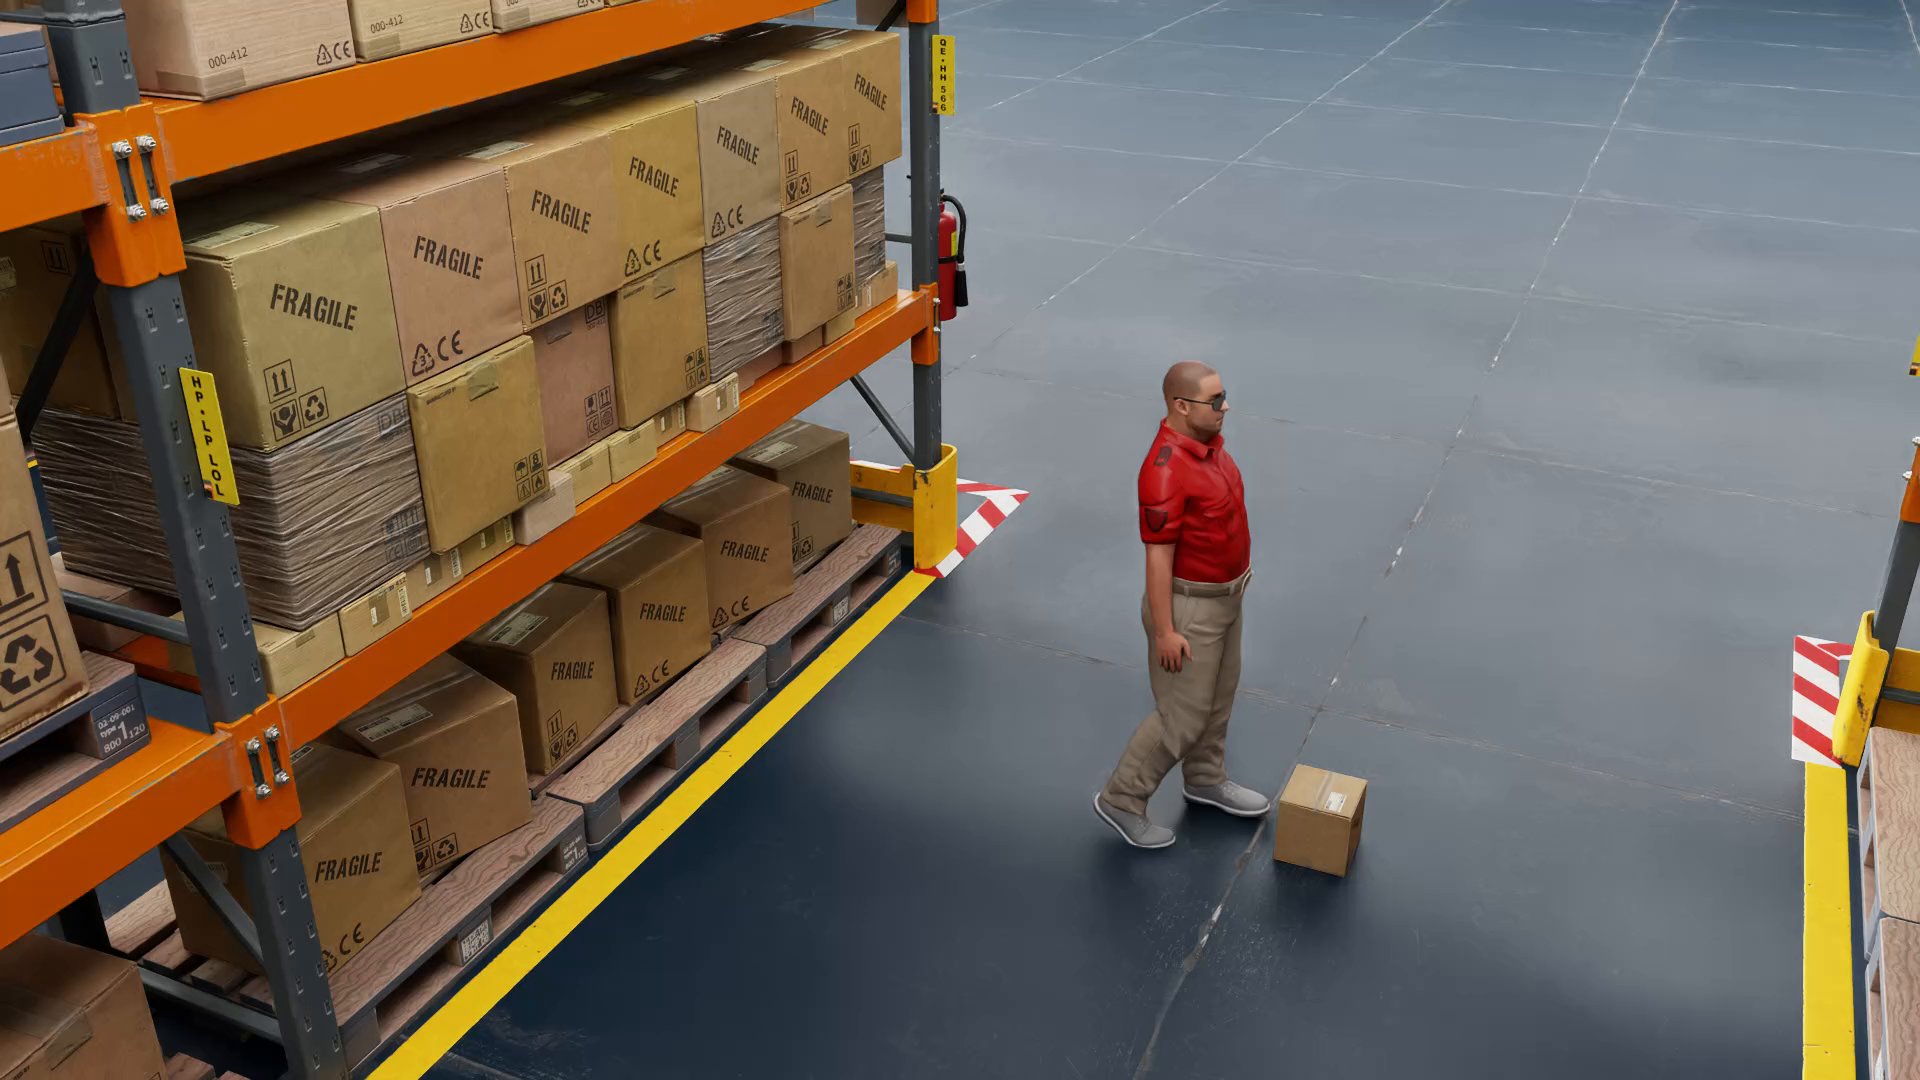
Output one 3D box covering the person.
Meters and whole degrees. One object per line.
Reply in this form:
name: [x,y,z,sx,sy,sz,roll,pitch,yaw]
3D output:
person: [0.817,0.232,5.678,0.569,1.751,0.555,11,28,22]
